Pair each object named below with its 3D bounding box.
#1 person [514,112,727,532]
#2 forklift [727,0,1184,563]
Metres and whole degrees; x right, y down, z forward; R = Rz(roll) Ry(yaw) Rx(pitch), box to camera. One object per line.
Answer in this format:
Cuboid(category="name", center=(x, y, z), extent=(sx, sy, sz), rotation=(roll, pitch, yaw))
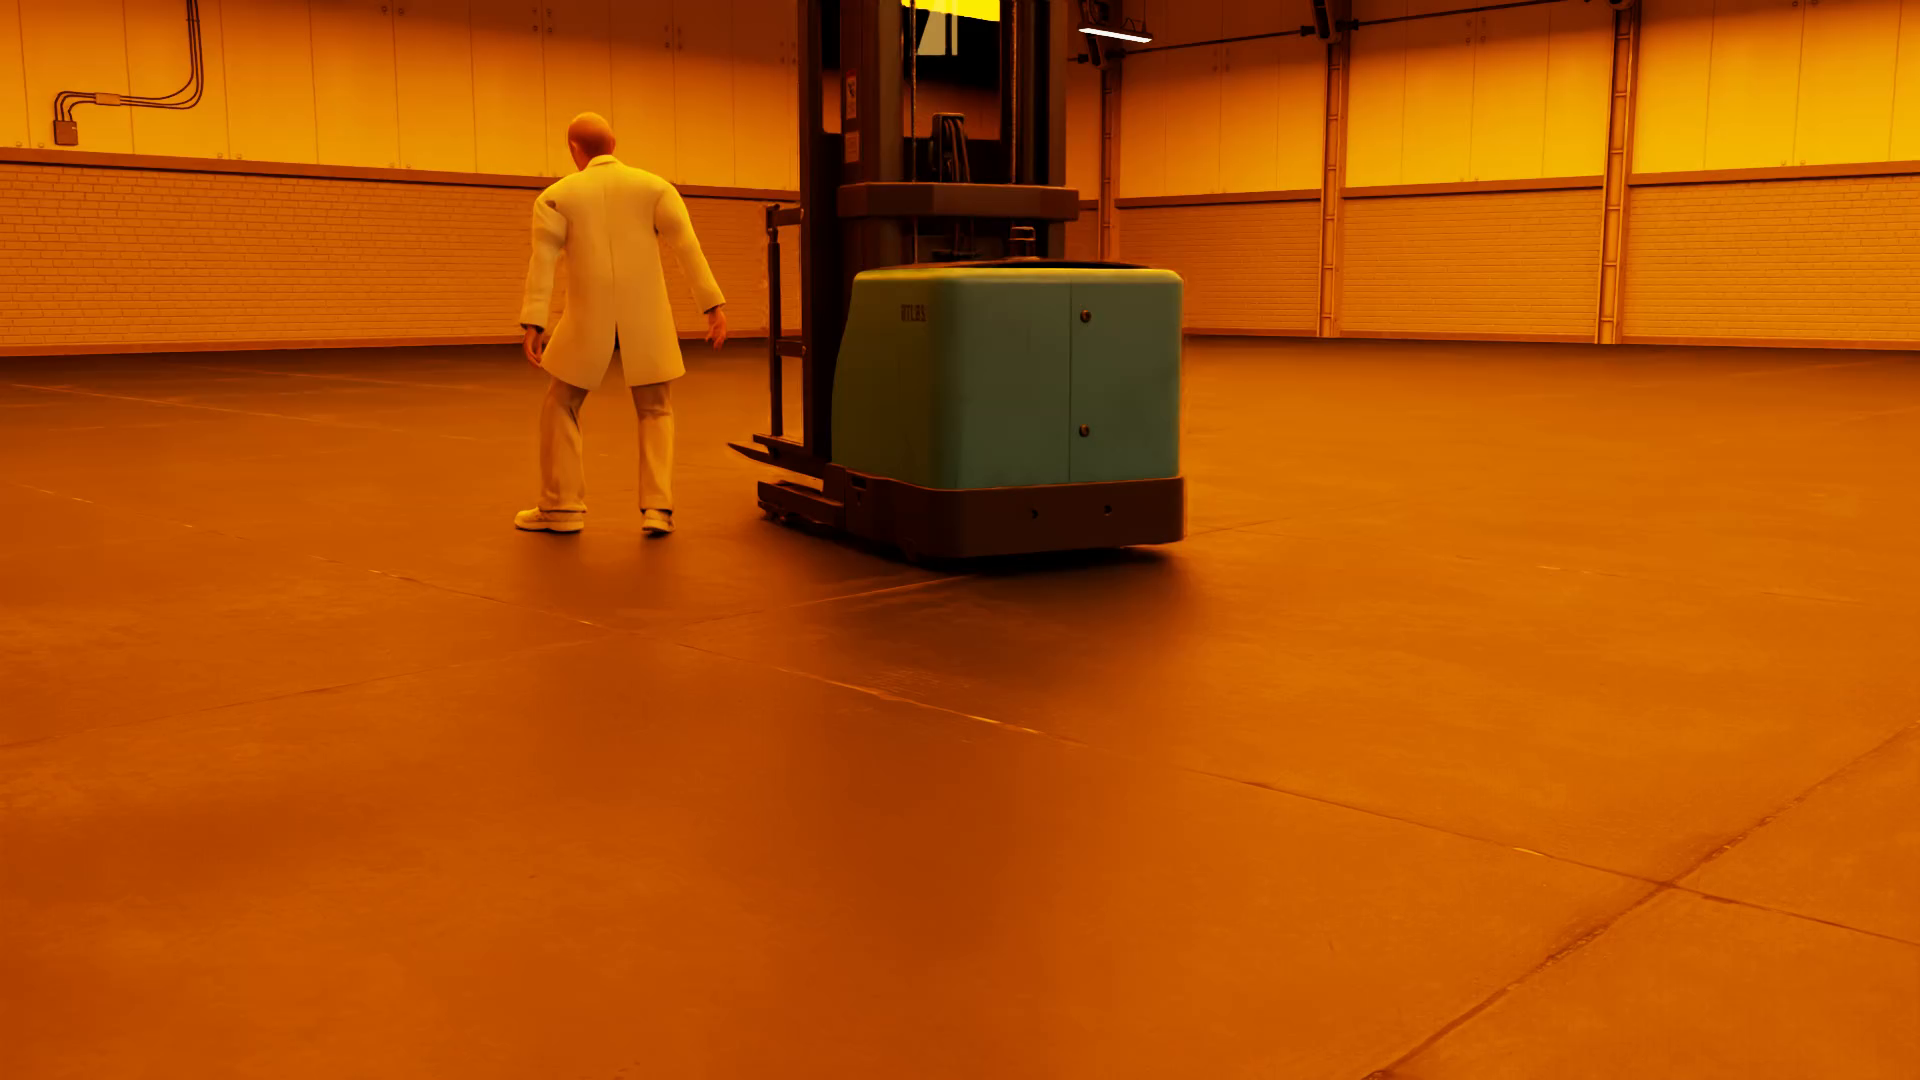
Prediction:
Cuboid(category="person", center=(-1.423, -0.883, 6.879), extent=(0.912, 1.744, 0.509), rotation=(-1, 9, -8))
Cuboid(category="forklift", center=(-0.246, -1.546, 7.139), extent=(1.130, 2.935, 3.031), rotation=(-4, 9, -25))
